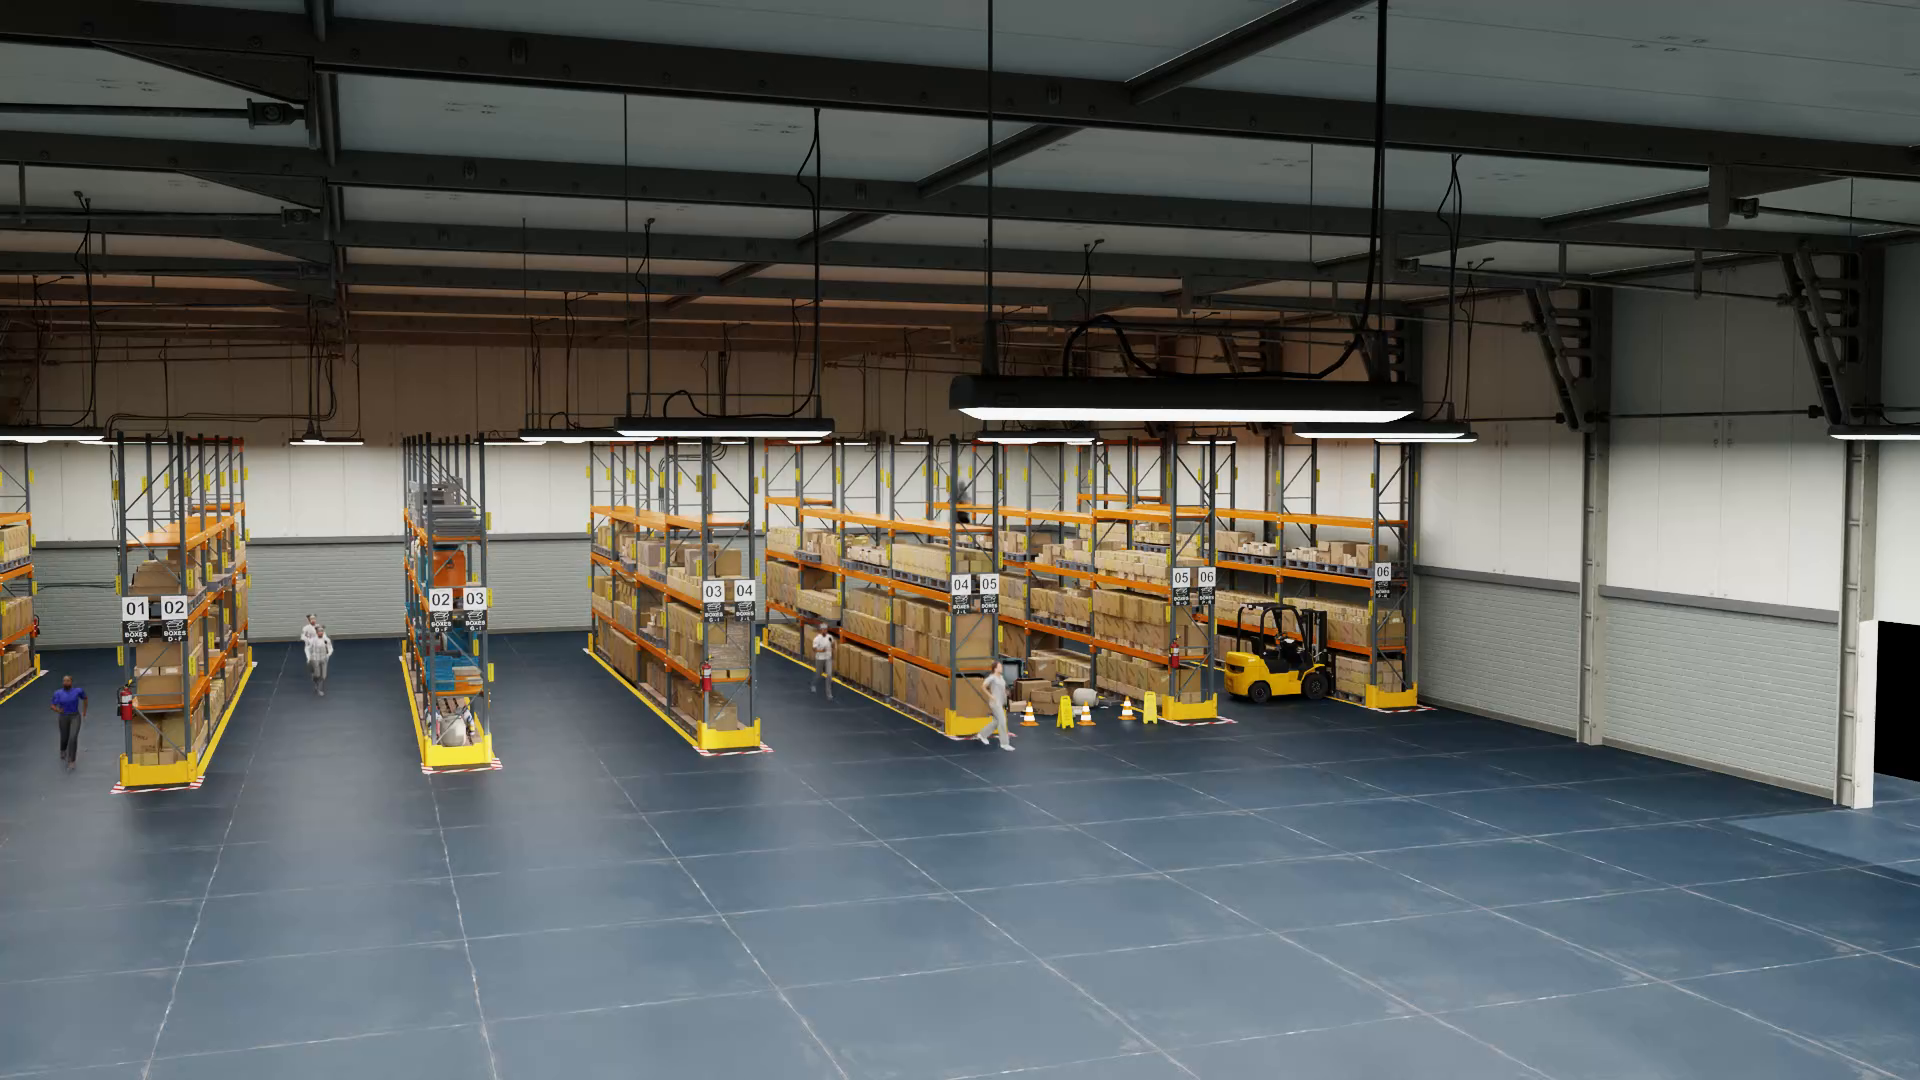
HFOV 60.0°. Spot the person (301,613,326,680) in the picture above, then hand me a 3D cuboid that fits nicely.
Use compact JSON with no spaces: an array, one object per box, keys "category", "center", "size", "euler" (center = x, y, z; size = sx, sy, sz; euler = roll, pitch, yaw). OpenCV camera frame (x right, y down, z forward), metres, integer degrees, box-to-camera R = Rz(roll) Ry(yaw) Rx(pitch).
[{"category":"person","center":[-15.835,2.622,40.799],"size":[0.602,1.655,0.554],"euler":[-2,4,-31]}]

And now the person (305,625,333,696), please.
[{"category":"person","center":[-14.757,2.780,38.346],"size":[0.600,1.638,0.576],"euler":[-2,4,-31]}]

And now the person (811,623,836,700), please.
[{"category":"person","center":[-3.137,2.757,38.234],"size":[0.587,1.728,0.934],"euler":[-1,3,-20]}]

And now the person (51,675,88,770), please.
[{"category":"person","center":[-16.005,3.252,29.904],"size":[0.589,1.653,0.918],"euler":[-1,3,-25]}]

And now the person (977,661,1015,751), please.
[{"category":"person","center":[0.684,3.137,31.638],"size":[0.833,1.673,0.568],"euler":[2,4,26]}]
